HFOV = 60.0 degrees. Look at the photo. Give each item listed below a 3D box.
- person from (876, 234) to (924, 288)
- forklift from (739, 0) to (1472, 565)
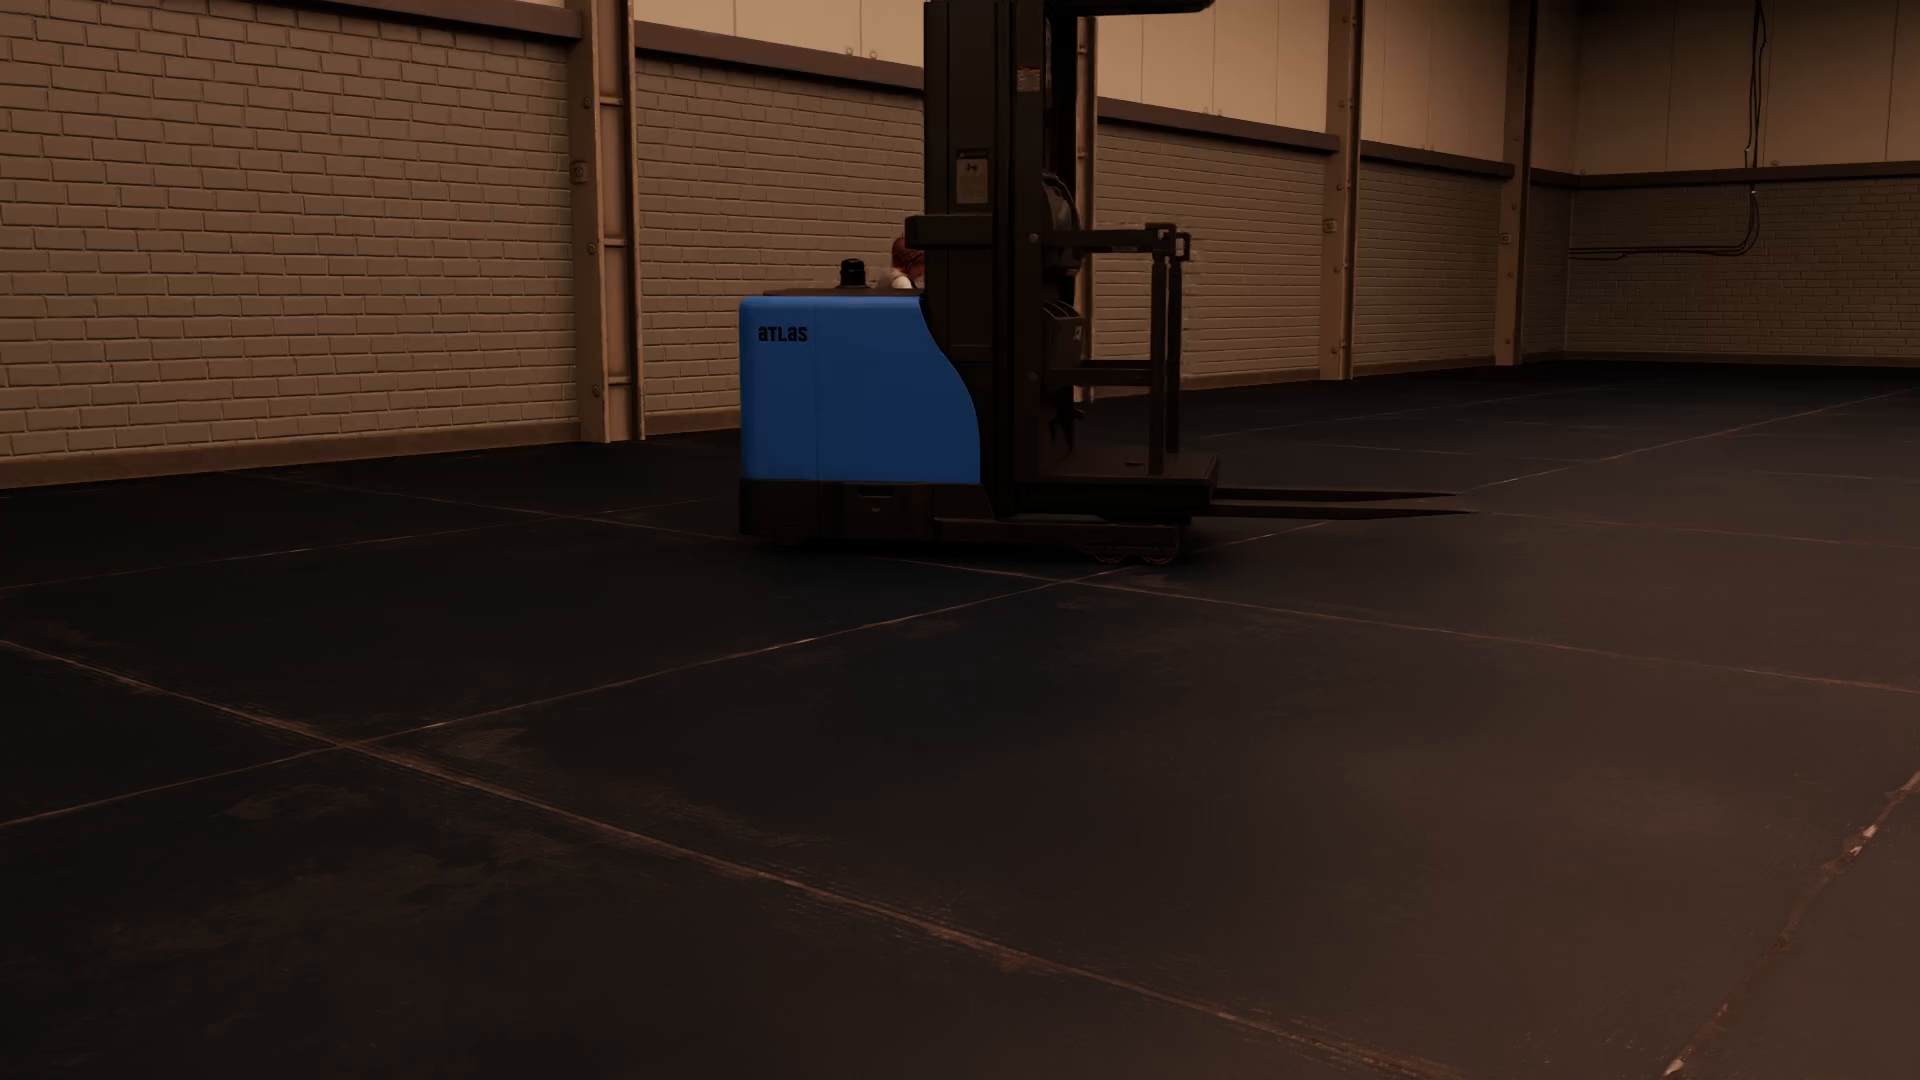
[{"bbox_3d":[-0.199,-0.928,8.938,0.867,1.428,1.073,-2,9,-13],"label":"person"},{"bbox_3d":[0.624,-1.433,7.073,3.031,2.935,1.130,2,8,11],"label":"forklift"}]
